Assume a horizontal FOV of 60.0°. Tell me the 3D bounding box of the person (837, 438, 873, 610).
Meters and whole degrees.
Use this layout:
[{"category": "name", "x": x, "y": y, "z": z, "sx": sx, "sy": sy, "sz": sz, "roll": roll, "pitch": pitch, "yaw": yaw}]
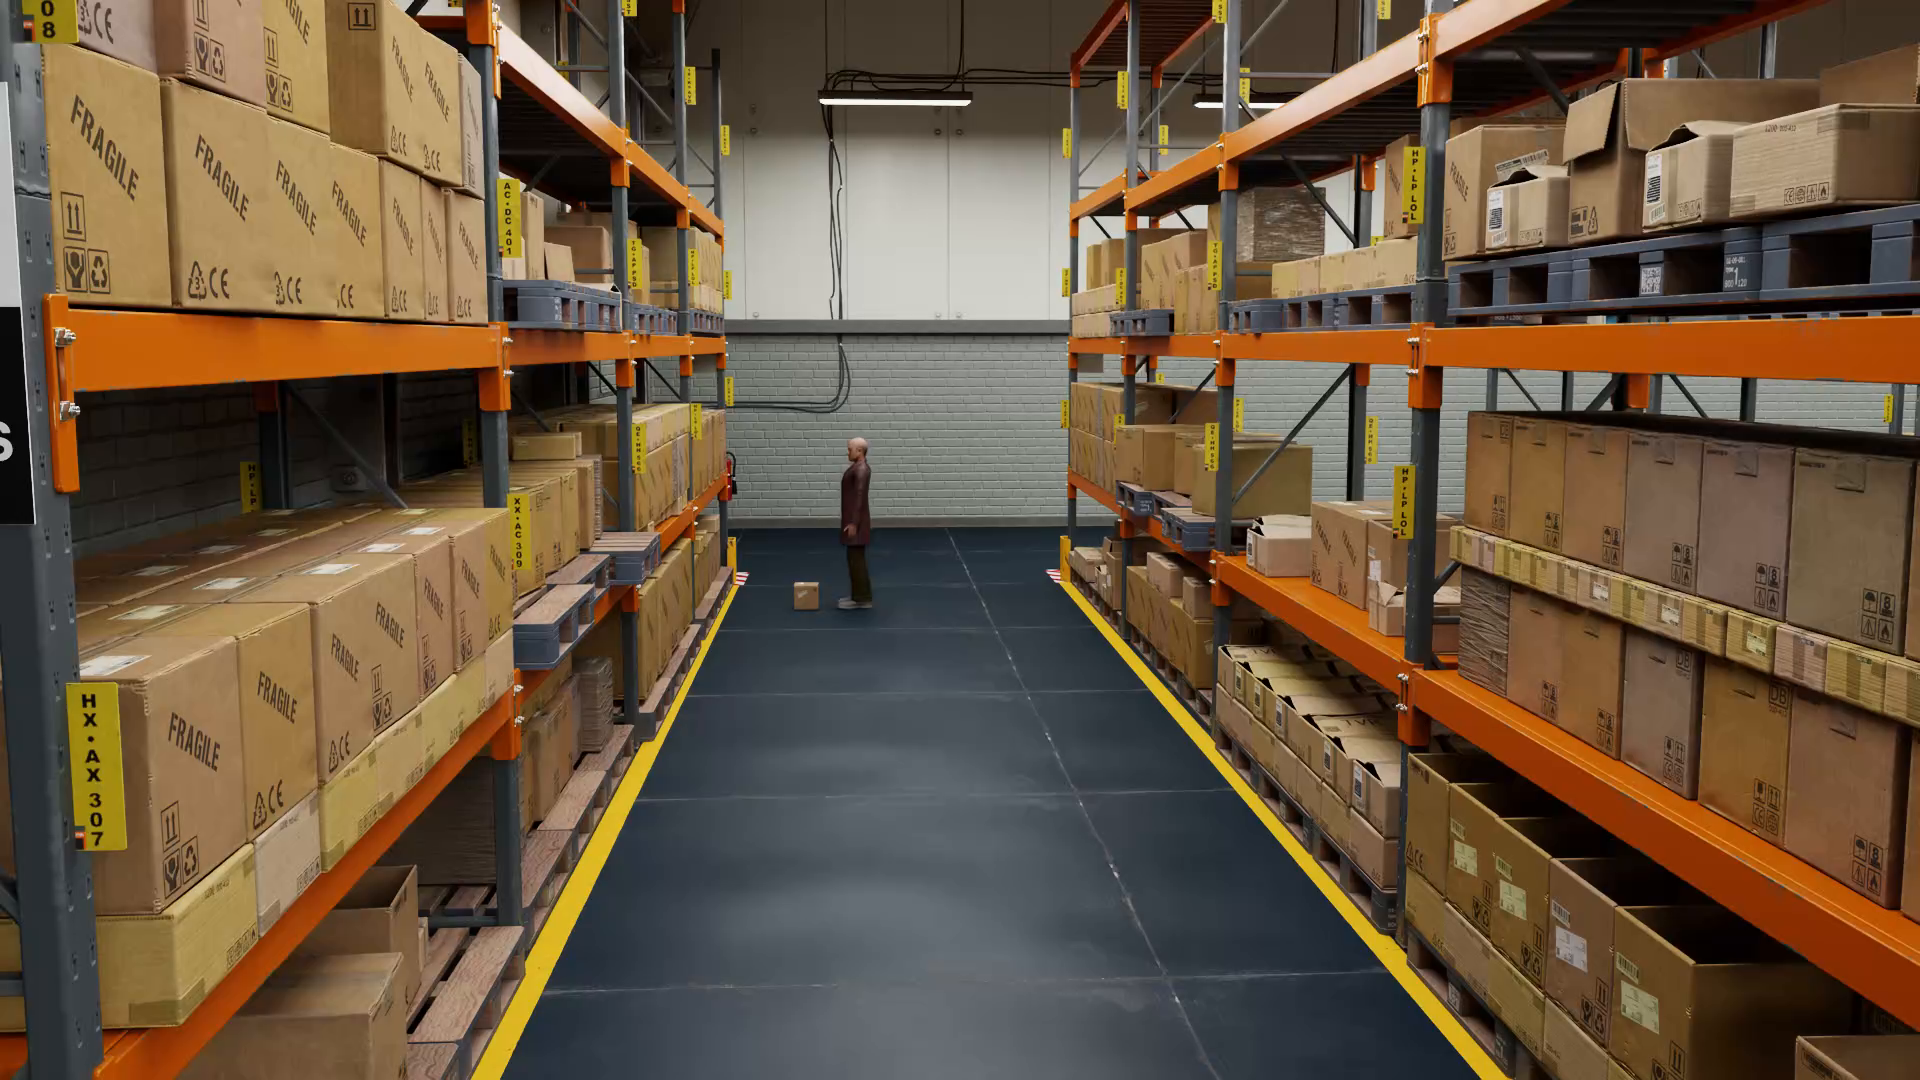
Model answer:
[{"category": "person", "x": -1.099, "y": -0.176, "z": 17.296, "sx": 0.380, "sy": 1.779, "sz": 0.560, "roll": 0, "pitch": 7, "yaw": -2}]
